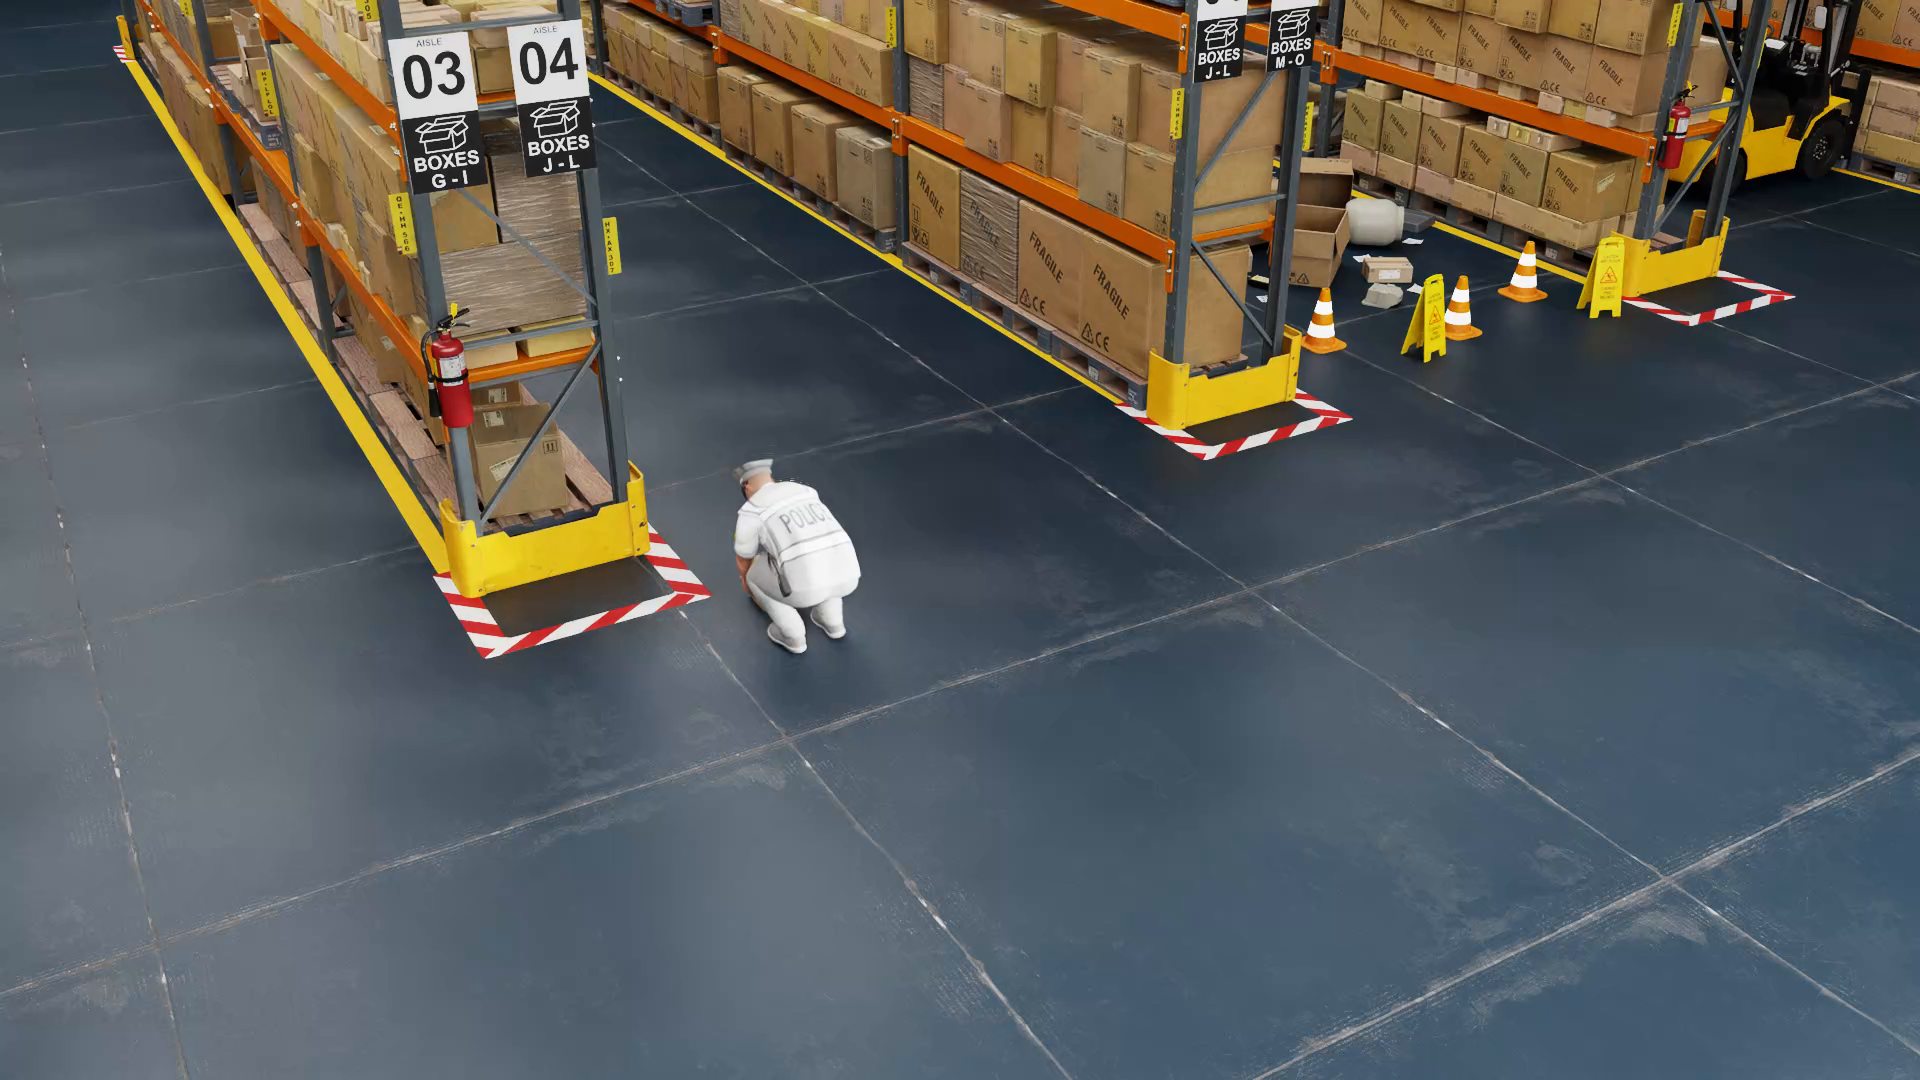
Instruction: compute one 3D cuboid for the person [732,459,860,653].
[{"bbox_3d":[-0.938,0.079,9.274,0.552,0.931,0.954,-16,33,-26],"label":"person"}]
